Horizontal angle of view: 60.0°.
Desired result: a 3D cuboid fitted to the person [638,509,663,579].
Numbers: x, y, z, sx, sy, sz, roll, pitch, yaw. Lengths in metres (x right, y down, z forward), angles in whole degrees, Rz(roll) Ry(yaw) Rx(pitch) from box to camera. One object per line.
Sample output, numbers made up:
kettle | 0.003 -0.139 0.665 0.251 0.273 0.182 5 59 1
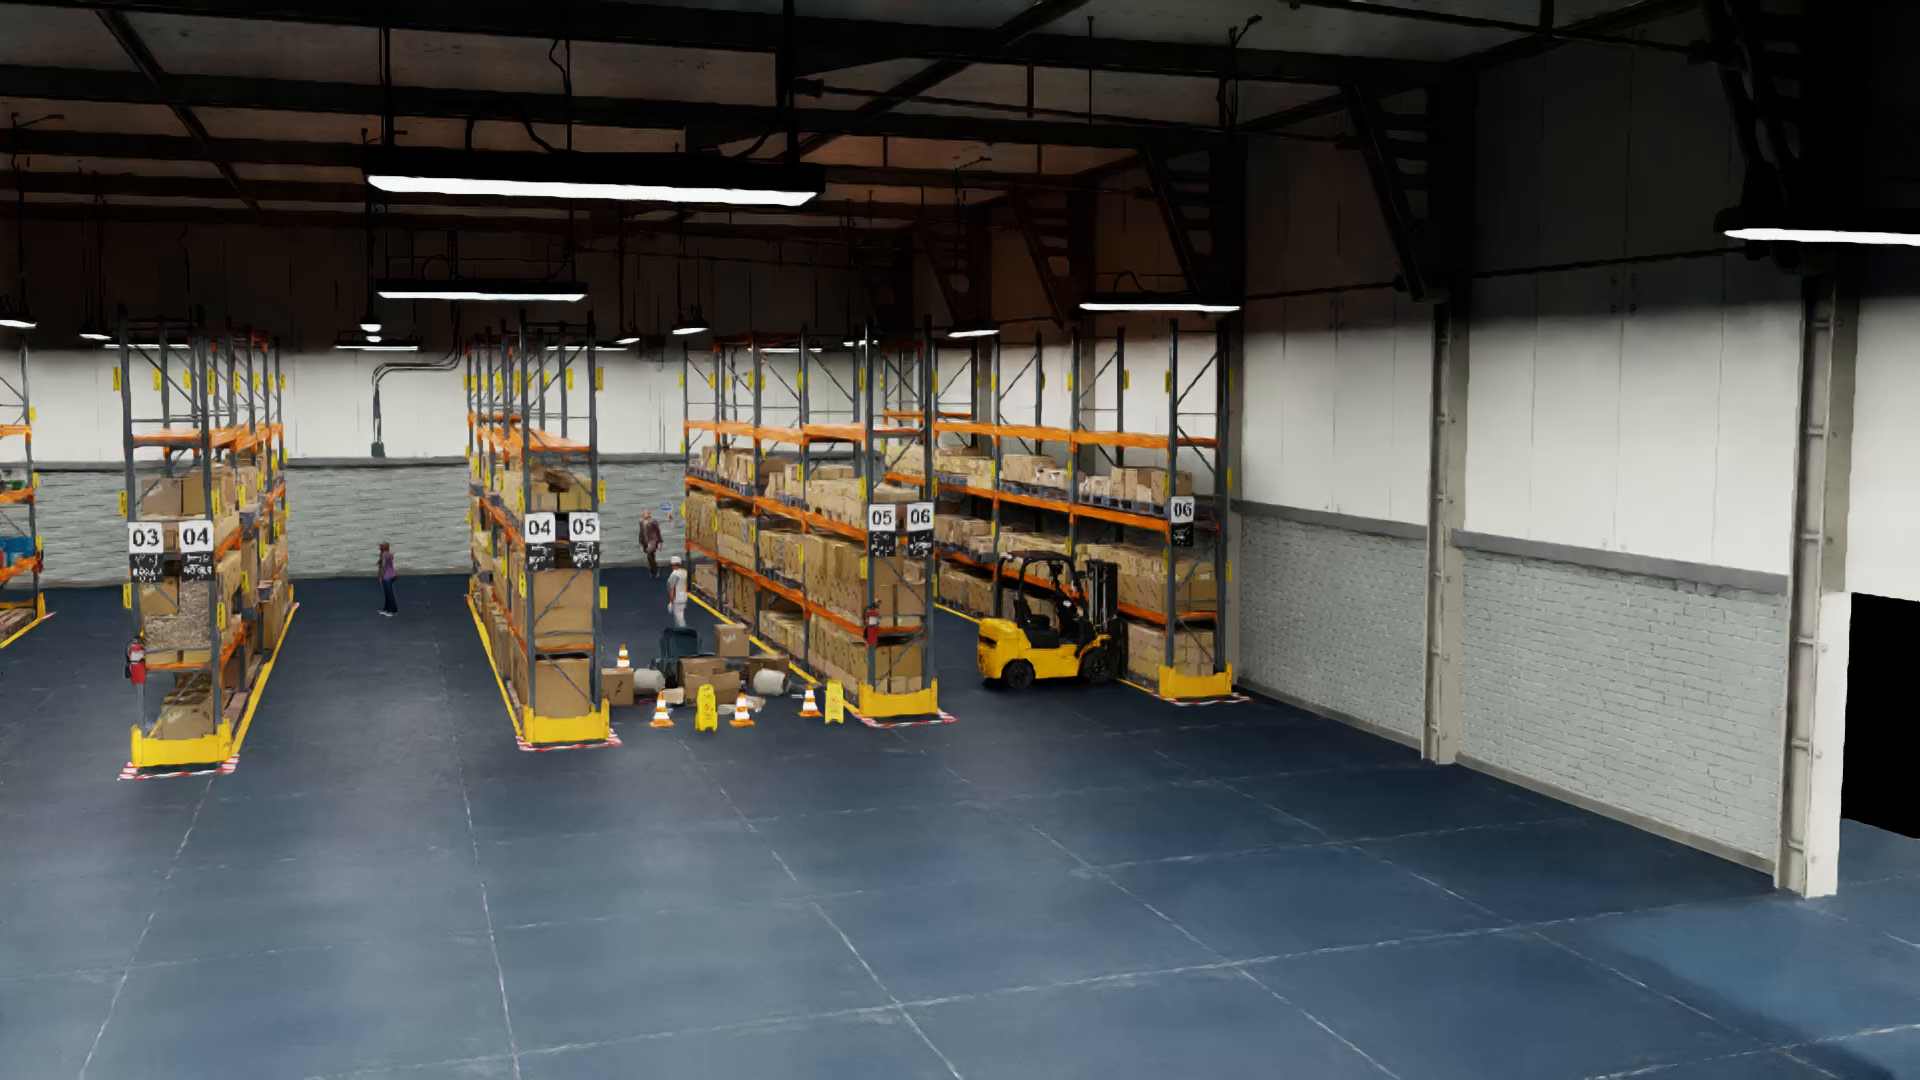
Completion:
person | -7.882 0.083 42.408 0.695 1.763 0.540 4 7 34

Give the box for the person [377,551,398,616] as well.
person | -12.295 0.930 35.600 0.508 1.373 0.436 0 5 -1

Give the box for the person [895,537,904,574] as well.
person | -1.425 0.435 37.095 0.518 1.571 0.504 0 5 -3

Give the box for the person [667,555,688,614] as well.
person | -5.287 1.171 30.867 0.569 1.785 0.655 1 5 9
